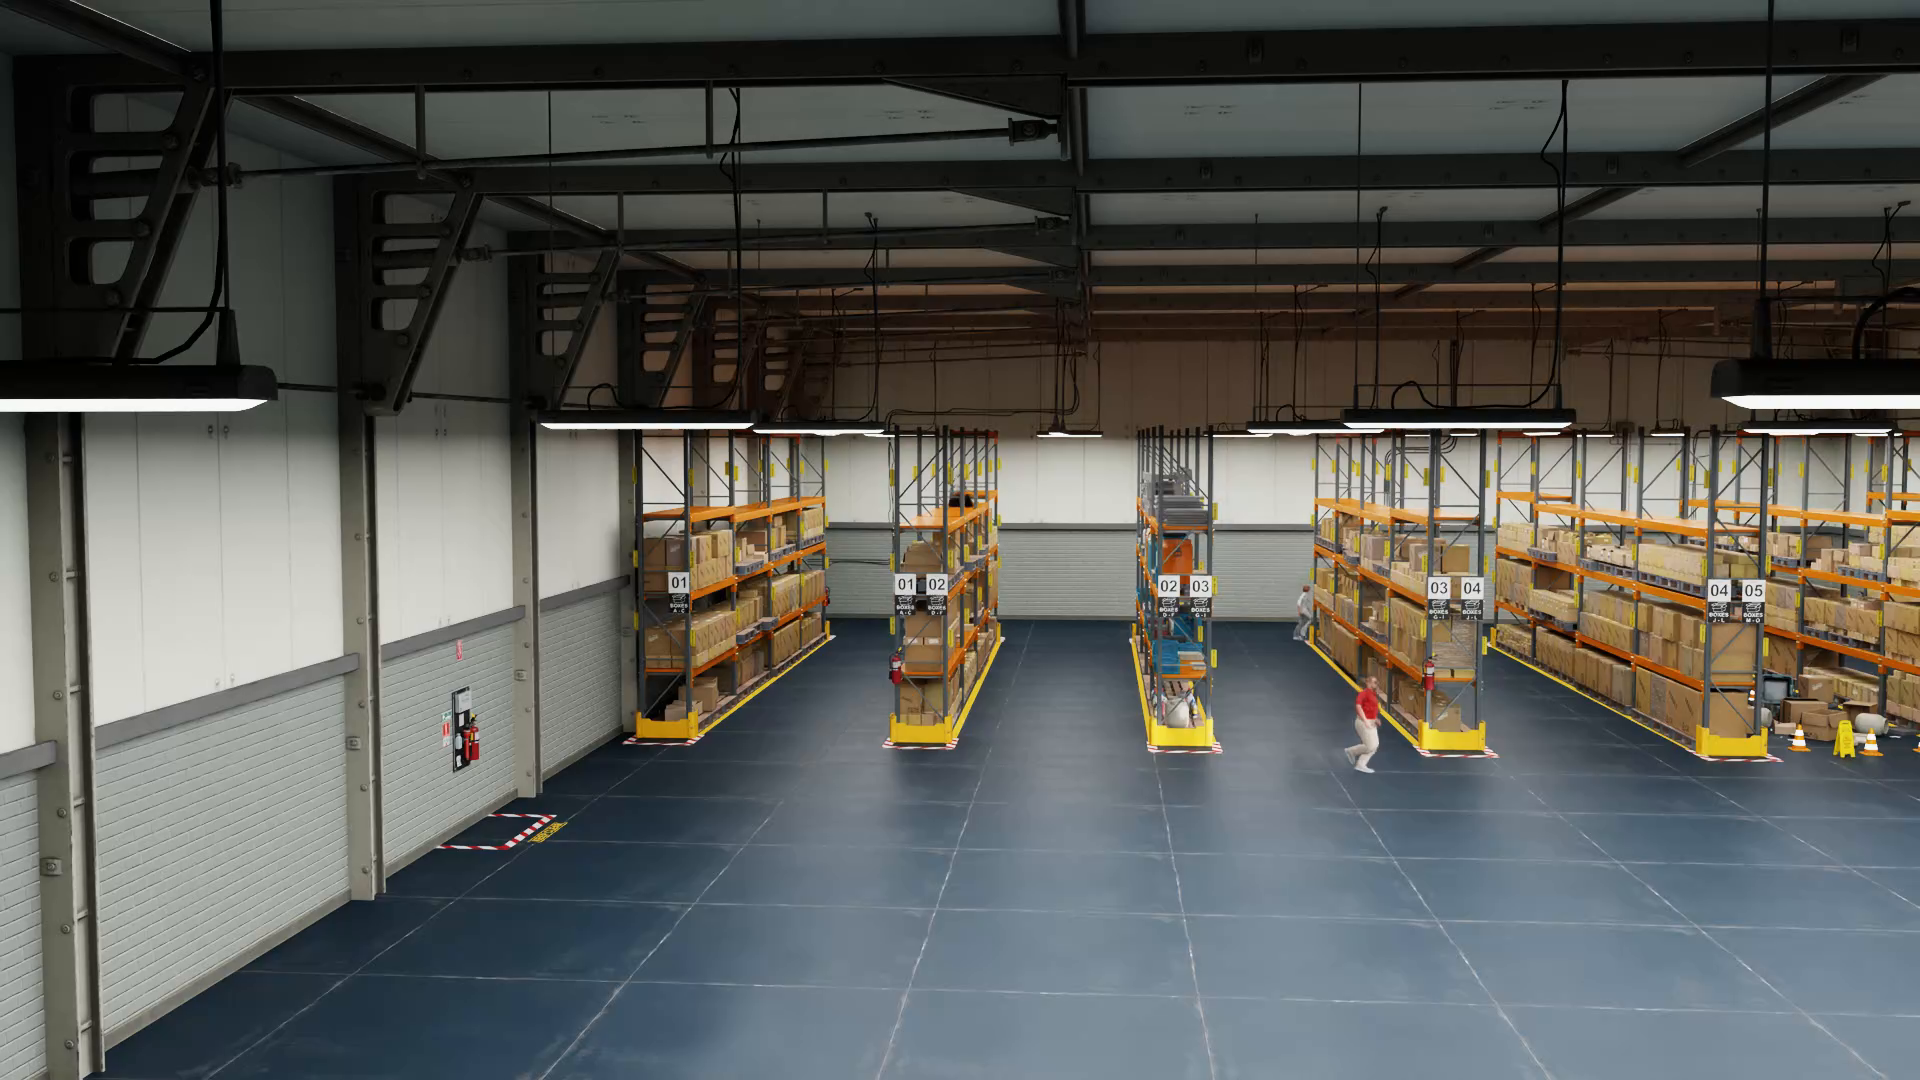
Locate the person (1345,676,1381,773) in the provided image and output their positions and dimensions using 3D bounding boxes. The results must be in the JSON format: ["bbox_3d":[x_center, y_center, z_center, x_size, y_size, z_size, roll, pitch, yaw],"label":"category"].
[{"bbox_3d":[6.950,3.172,28.719,0.572,1.671,0.662,2,4,35],"label":"person"}]

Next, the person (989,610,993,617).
[{"bbox_3d":[0.633,1.868,49.280,0.856,1.814,0.693,2,4,29],"label":"person"}]

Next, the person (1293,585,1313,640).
[{"bbox_3d":[9.872,2.070,47.689,0.626,1.564,0.552,0,3,4],"label":"person"}]
